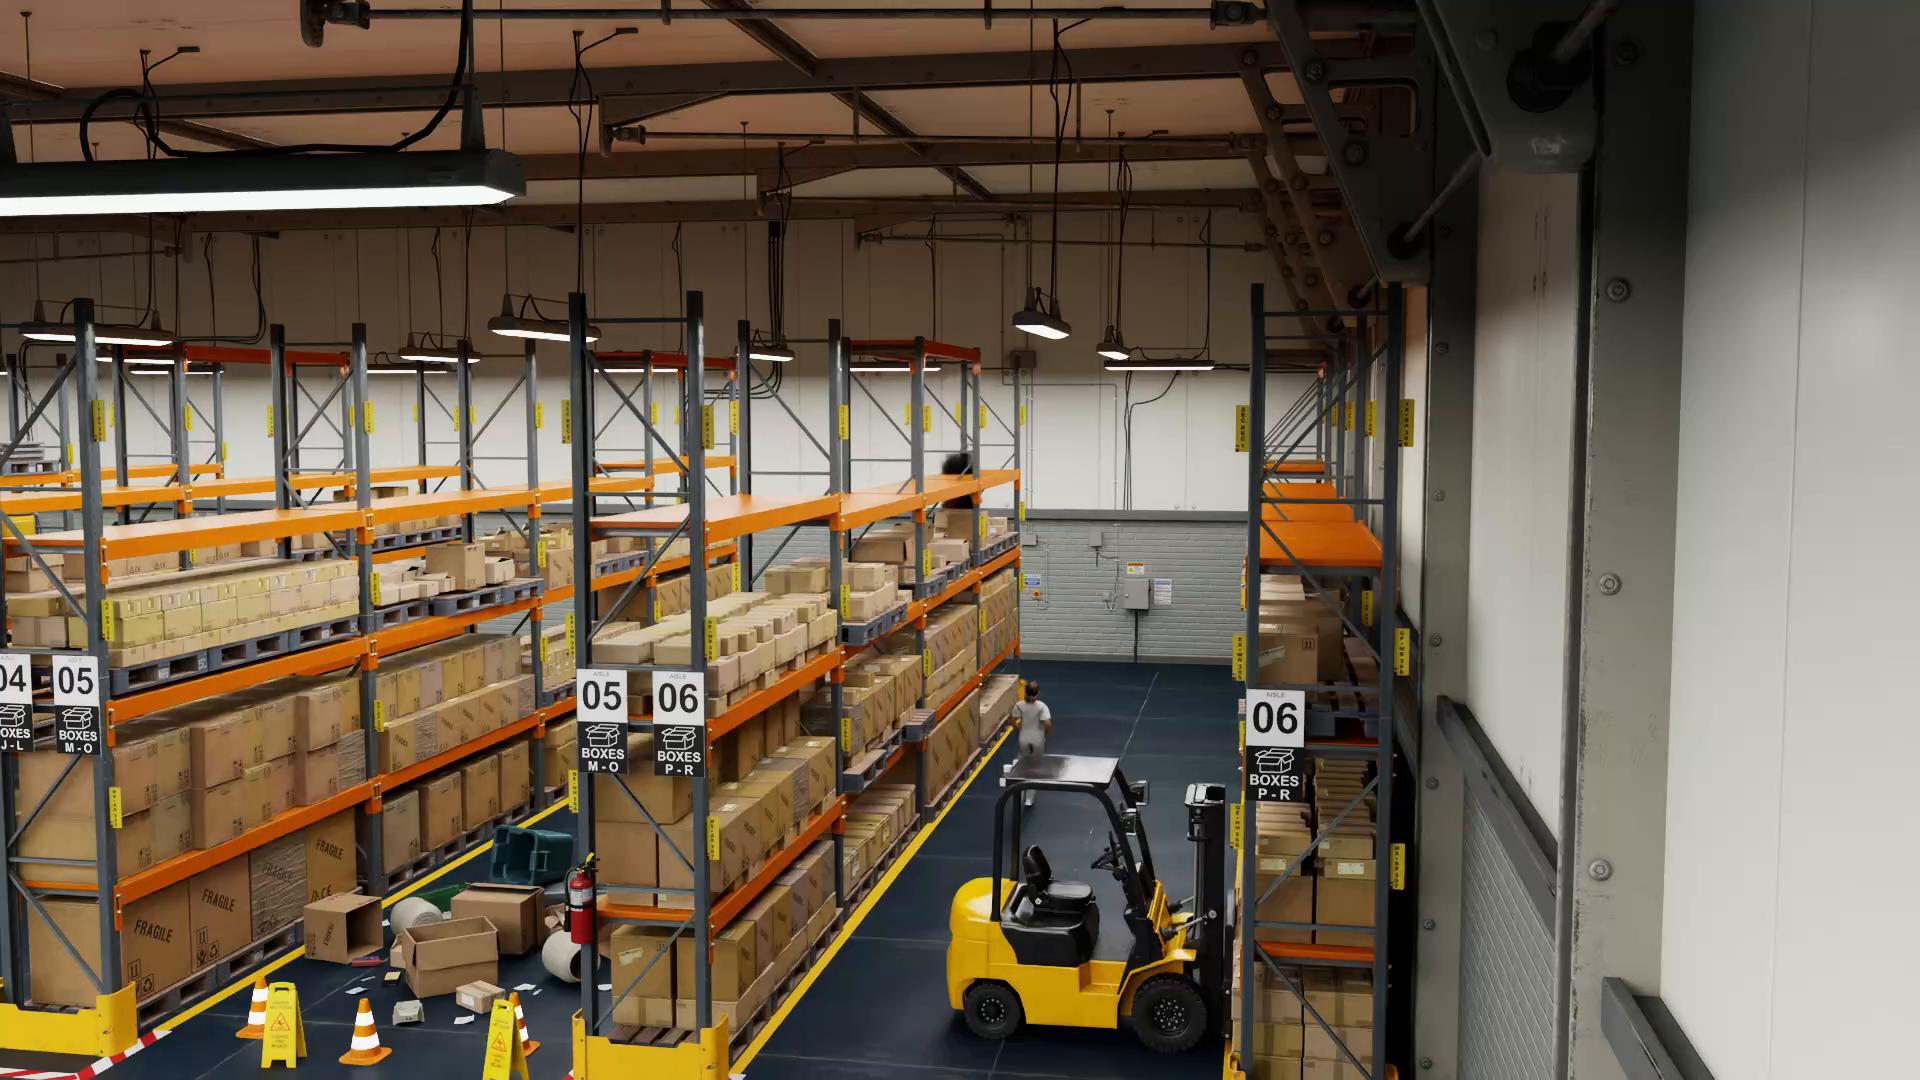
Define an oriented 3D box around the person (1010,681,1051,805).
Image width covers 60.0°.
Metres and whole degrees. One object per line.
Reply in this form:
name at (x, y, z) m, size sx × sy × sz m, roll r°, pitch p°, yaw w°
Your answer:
person at (0.919, 2.624, 21.489) m, size 0.548 × 1.624 × 0.558 m, roll 1°, pitch 5°, yaw 14°
